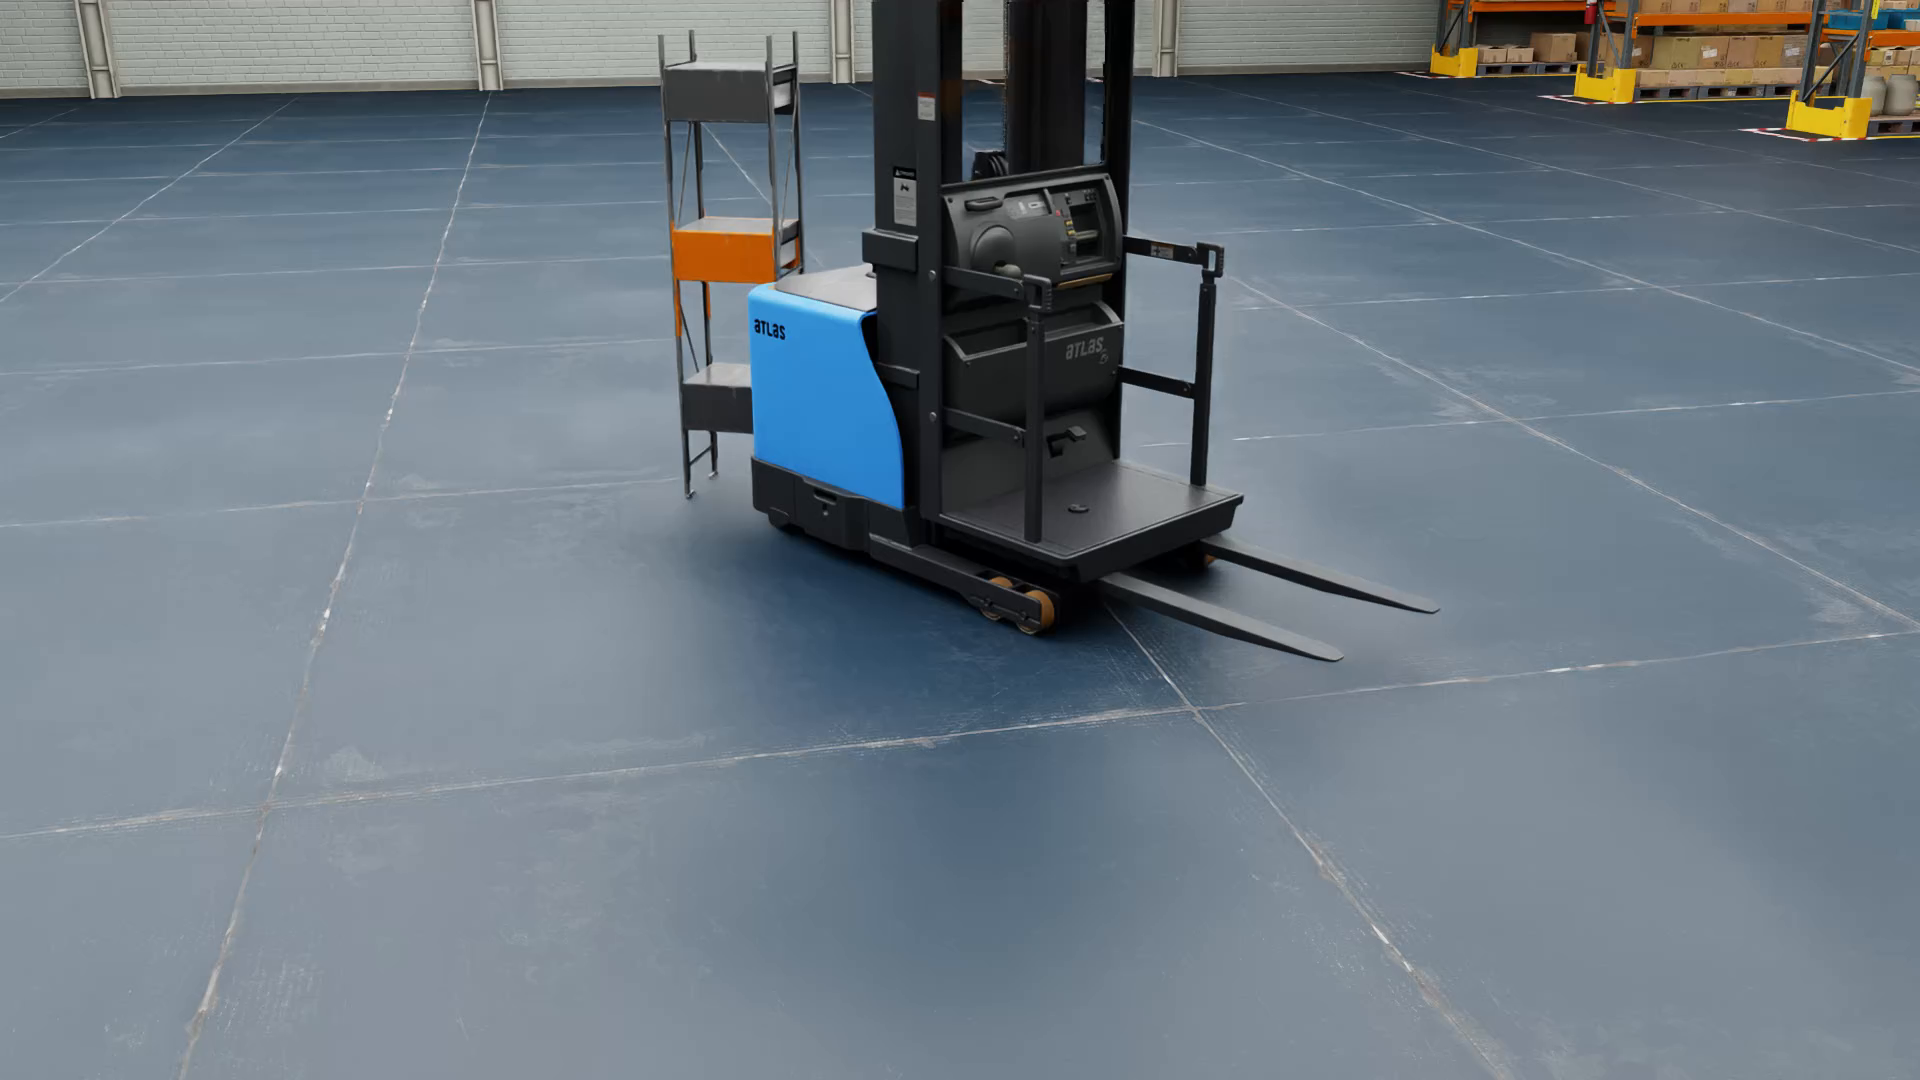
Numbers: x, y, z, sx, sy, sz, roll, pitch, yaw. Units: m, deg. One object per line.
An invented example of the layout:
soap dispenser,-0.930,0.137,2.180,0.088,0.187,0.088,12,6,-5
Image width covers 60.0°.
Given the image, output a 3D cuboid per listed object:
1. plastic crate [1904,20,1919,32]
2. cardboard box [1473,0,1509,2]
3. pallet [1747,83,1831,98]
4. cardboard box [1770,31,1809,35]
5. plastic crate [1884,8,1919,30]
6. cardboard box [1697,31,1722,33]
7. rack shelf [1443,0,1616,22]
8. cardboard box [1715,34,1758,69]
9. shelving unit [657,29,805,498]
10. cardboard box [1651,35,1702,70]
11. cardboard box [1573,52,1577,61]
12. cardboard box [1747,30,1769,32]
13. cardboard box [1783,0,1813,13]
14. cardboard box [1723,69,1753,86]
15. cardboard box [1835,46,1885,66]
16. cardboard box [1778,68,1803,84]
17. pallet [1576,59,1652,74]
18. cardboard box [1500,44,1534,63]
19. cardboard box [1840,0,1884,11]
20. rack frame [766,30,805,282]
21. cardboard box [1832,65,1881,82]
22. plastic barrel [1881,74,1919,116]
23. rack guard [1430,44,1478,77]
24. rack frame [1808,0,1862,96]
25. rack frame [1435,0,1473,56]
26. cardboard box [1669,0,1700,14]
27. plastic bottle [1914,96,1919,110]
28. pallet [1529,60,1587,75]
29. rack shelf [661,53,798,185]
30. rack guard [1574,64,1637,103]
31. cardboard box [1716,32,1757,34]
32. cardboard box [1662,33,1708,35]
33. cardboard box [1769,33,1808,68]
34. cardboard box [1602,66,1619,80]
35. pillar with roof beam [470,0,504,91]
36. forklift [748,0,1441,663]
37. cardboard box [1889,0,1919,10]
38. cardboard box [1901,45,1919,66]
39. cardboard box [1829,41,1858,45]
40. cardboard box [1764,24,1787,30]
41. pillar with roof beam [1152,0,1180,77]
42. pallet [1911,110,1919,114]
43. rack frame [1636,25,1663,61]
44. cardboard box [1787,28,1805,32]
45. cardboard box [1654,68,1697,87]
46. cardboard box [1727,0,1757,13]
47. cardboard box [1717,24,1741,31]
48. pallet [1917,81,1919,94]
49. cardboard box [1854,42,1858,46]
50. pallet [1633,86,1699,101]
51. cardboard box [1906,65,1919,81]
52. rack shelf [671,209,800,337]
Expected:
plastic crate,12.347,-6.622,21.414,0.250,0.136,0.298,-5,21,-12
cardboard box,9.670,-9.970,30.360,0.500,0.250,0.500,-5,21,-14
pallet,13.375,-7.399,27.207,1.213,0.211,1.003,-5,21,-12
cardboard box,13.635,-8.084,27.319,0.500,0.500,0.500,-5,21,-12
plastic crate,12.454,-6.902,22.012,0.408,0.251,0.499,-5,21,-12
cardboard box,14.219,-9.570,32.073,0.500,0.500,0.700,-5,21,-14
rack shelf,11.069,-9.919,31.078,4.000,0.370,1.077,-5,21,-12
cardboard box,12.299,-7.785,26.503,0.500,0.500,0.500,-5,21,-12
shelving unit,-1.011,-1.235,7.632,0.503,2.100,0.431,4,21,12
cardboard box,11.325,-7.707,26.291,0.500,0.500,0.500,-5,21,-12
cardboard box,11.454,-9.164,31.474,0.250,0.149,0.380,-6,21,-17
cardboard box,15.214,-9.640,32.264,0.500,0.500,0.700,-5,21,-13
cardboard box,13.217,-8.723,26.622,0.500,0.500,0.700,-5,21,-13
cardboard box,12.299,-7.433,26.633,0.500,0.250,0.500,-5,21,-12
cardboard box,14.618,-7.876,27.027,0.500,0.311,0.500,-5,21,-12
cardboard box,13.269,-7.518,26.863,0.500,0.250,0.500,-5,21,-12
pallet,12.370,-9.041,31.689,1.213,0.211,1.003,-5,21,-12
cardboard box,10.371,-9.113,31.100,0.500,0.311,0.500,-3,20,-8
cardboard box,14.628,-8.741,27.033,0.500,0.250,0.500,-3,20,-9
rack frame,-0.773,-1.217,7.583,0.015,2.100,0.400,4,21,12
cardboard box,14.608,-7.613,27.123,0.500,0.250,0.500,-5,21,-14
plastic barrel,12.513,-5.929,22.146,0.421,0.512,0.421,0,20,0
rack guard,9.196,-8.931,30.969,0.348,0.500,1.175,-5,21,-12
rack frame,14.159,-8.758,26.861,0.127,3.000,1.000,-5,21,-12
rack frame,9.123,-10.099,30.523,0.127,3.000,1.000,-5,21,-12
cardboard box,11.233,-8.564,26.187,0.500,0.500,0.700,-4,21,-11
plastic bottle,13.089,-5.967,22.673,0.097,0.201,0.097,0,20,0
pallet,11.180,-8.943,31.422,1.213,0.211,1.003,-5,21,-12
rack shelf,-1.011,-1.879,7.396,0.480,0.518,0.431,4,21,12
rack guard,10.243,-7.265,26.422,0.348,0.500,1.175,-5,21,-12
cardboard box,12.662,-8.005,27.102,0.500,0.500,0.500,-5,21,-12
cardboard box,11.689,-7.925,26.886,0.500,0.500,0.500,-5,21,-12
cardboard box,13.268,-7.870,26.735,0.500,0.500,0.500,-5,21,-12
cardboard box,10.720,-7.488,26.783,0.500,0.250,0.500,-5,21,-12
pillar with roof beam,-6.922,-10.395,22.609,0.400,9.000,9.100,-5,21,-12
forklift,0.446,-1.216,6.374,1.130,2.935,3.031,-18,27,-41
cardboard box,15.423,-8.902,27.109,0.500,0.500,0.500,-3,20,-9
cardboard box,15.610,-7.956,27.243,0.500,0.311,0.500,-5,21,-14
cardboard box,17.654,-9.934,32.588,0.750,0.750,0.750,-5,21,-13
cardboard box,15.650,-10.018,32.207,0.500,0.250,0.500,-4,21,-11
pillar with roof beam,4.756,-11.345,25.202,0.400,9.000,9.100,-5,21,-12
pallet,13.442,-5.653,22.440,1.213,0.211,1.003,-5,21,-12
rack frame,13.015,-10.415,31.387,0.127,3.000,1.000,-5,21,-12
cardboard box,16.219,-9.690,32.402,0.500,0.500,0.700,-4,21,-12
cardboard box,11.325,-7.356,26.421,0.500,0.250,0.500,-5,21,-12
cardboard box,12.229,-8.644,26.406,0.500,0.500,0.700,-4,21,-11
cardboard box,14.661,-9.943,32.001,0.500,0.250,0.500,-5,21,-14
pallet,16.056,-7.617,27.802,1.213,0.211,1.003,-5,21,-12
cardboard box,14.992,-8.098,27.633,0.500,0.311,0.500,-4,21,-11
pallet,11.001,-7.206,26.680,1.213,0.211,1.003,-5,21,-12
cardboard box,15.609,-7.695,27.346,0.500,0.250,0.500,-5,21,-14
rack shelf,-1.011,-1.222,7.637,0.480,0.518,0.431,4,21,12
